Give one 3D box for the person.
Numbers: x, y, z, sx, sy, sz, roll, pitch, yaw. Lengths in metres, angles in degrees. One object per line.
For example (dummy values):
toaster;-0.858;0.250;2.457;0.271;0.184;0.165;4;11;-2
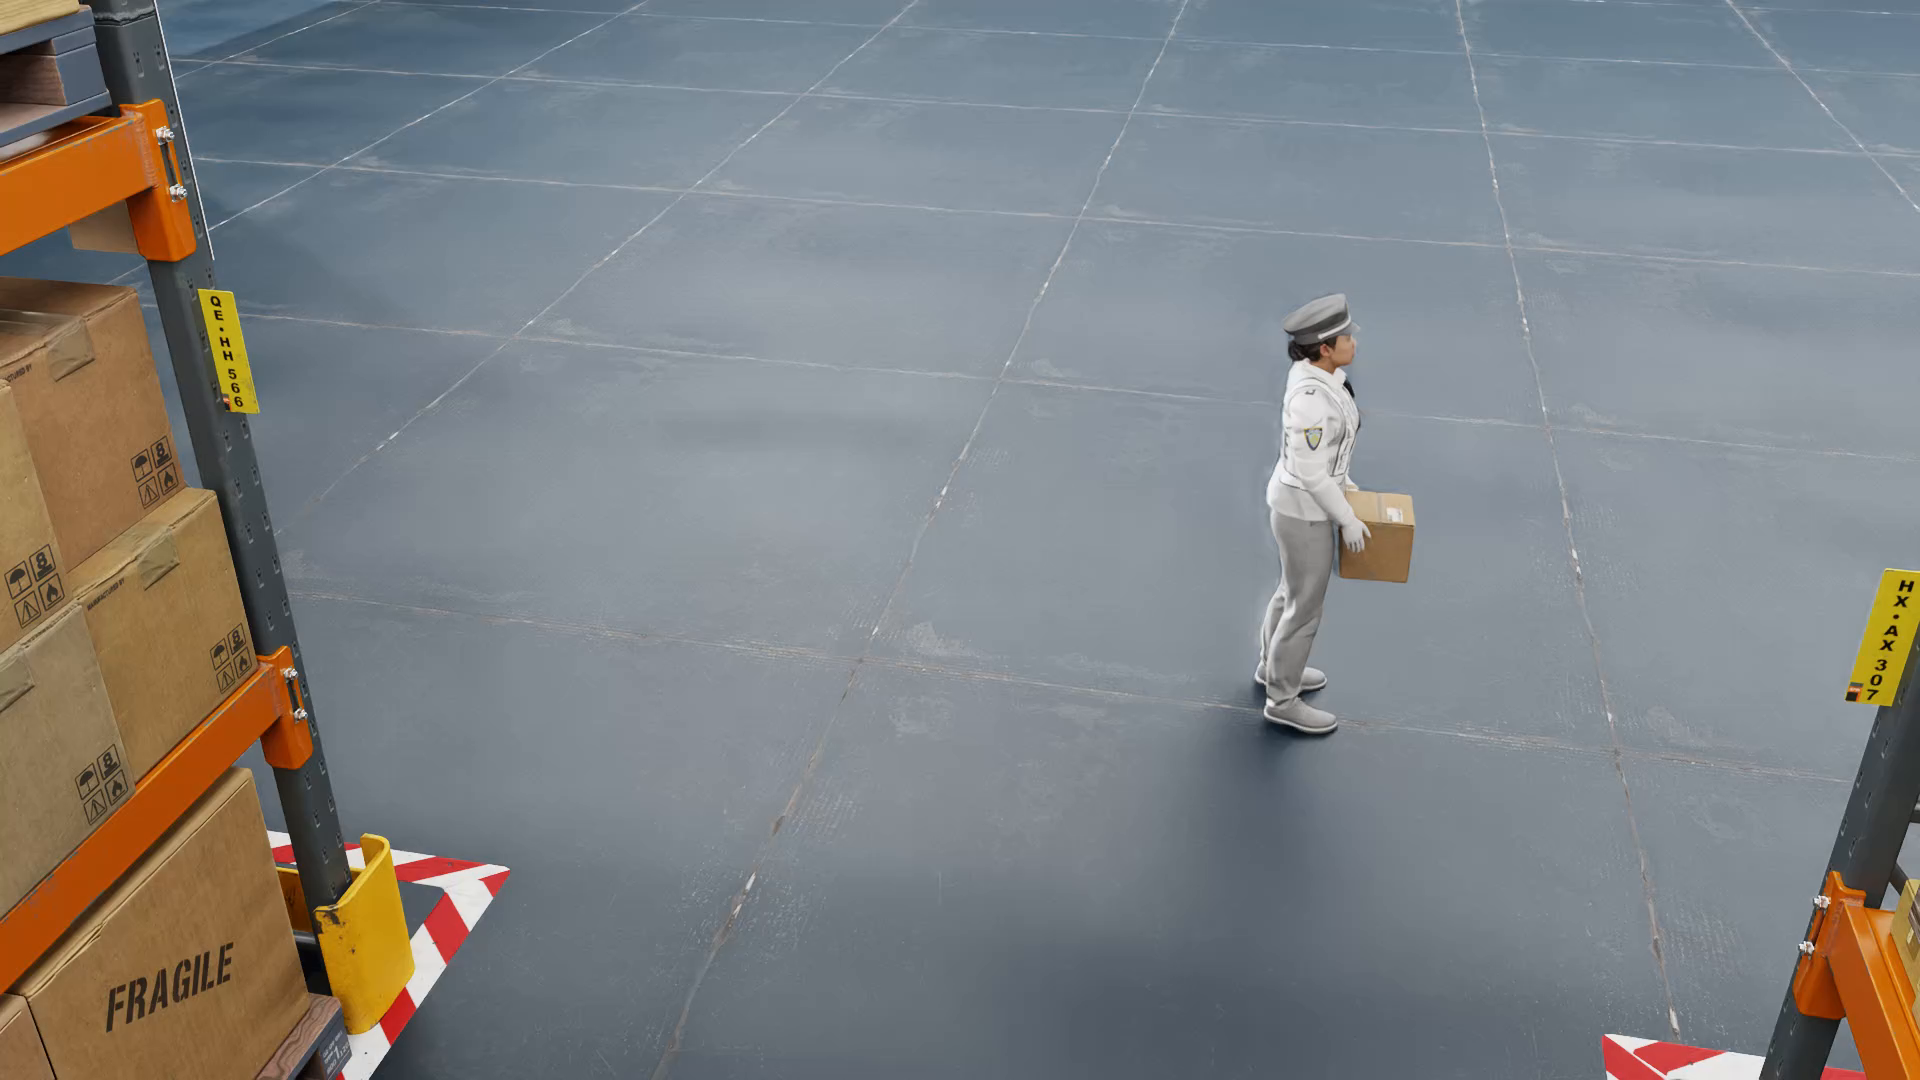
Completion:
person;1.354;-0.119;6.300;0.402;1.696;0.557;6;30;11
